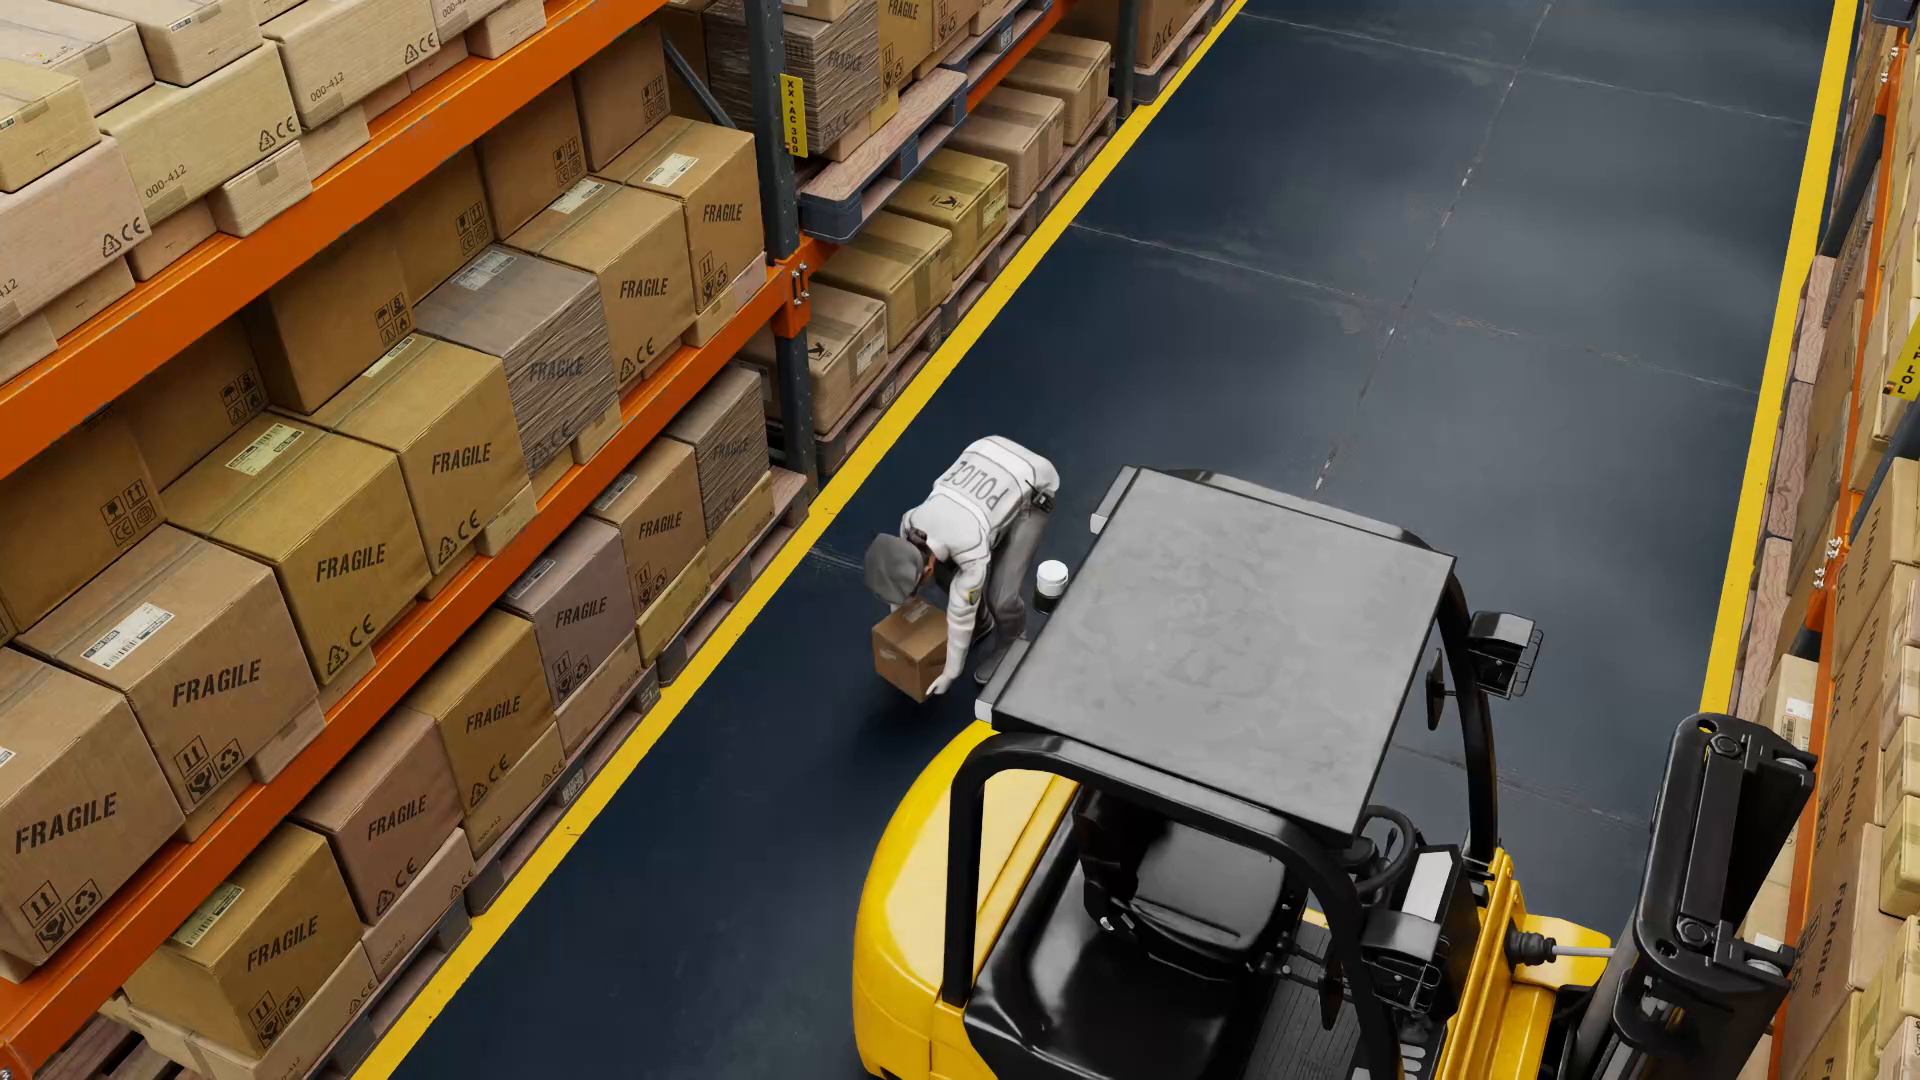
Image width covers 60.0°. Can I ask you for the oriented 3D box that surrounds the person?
[{"bbox_3d":[0.001,0.175,6.453,0.426,1.014,0.919,31,51,30],"label":"person"}]
